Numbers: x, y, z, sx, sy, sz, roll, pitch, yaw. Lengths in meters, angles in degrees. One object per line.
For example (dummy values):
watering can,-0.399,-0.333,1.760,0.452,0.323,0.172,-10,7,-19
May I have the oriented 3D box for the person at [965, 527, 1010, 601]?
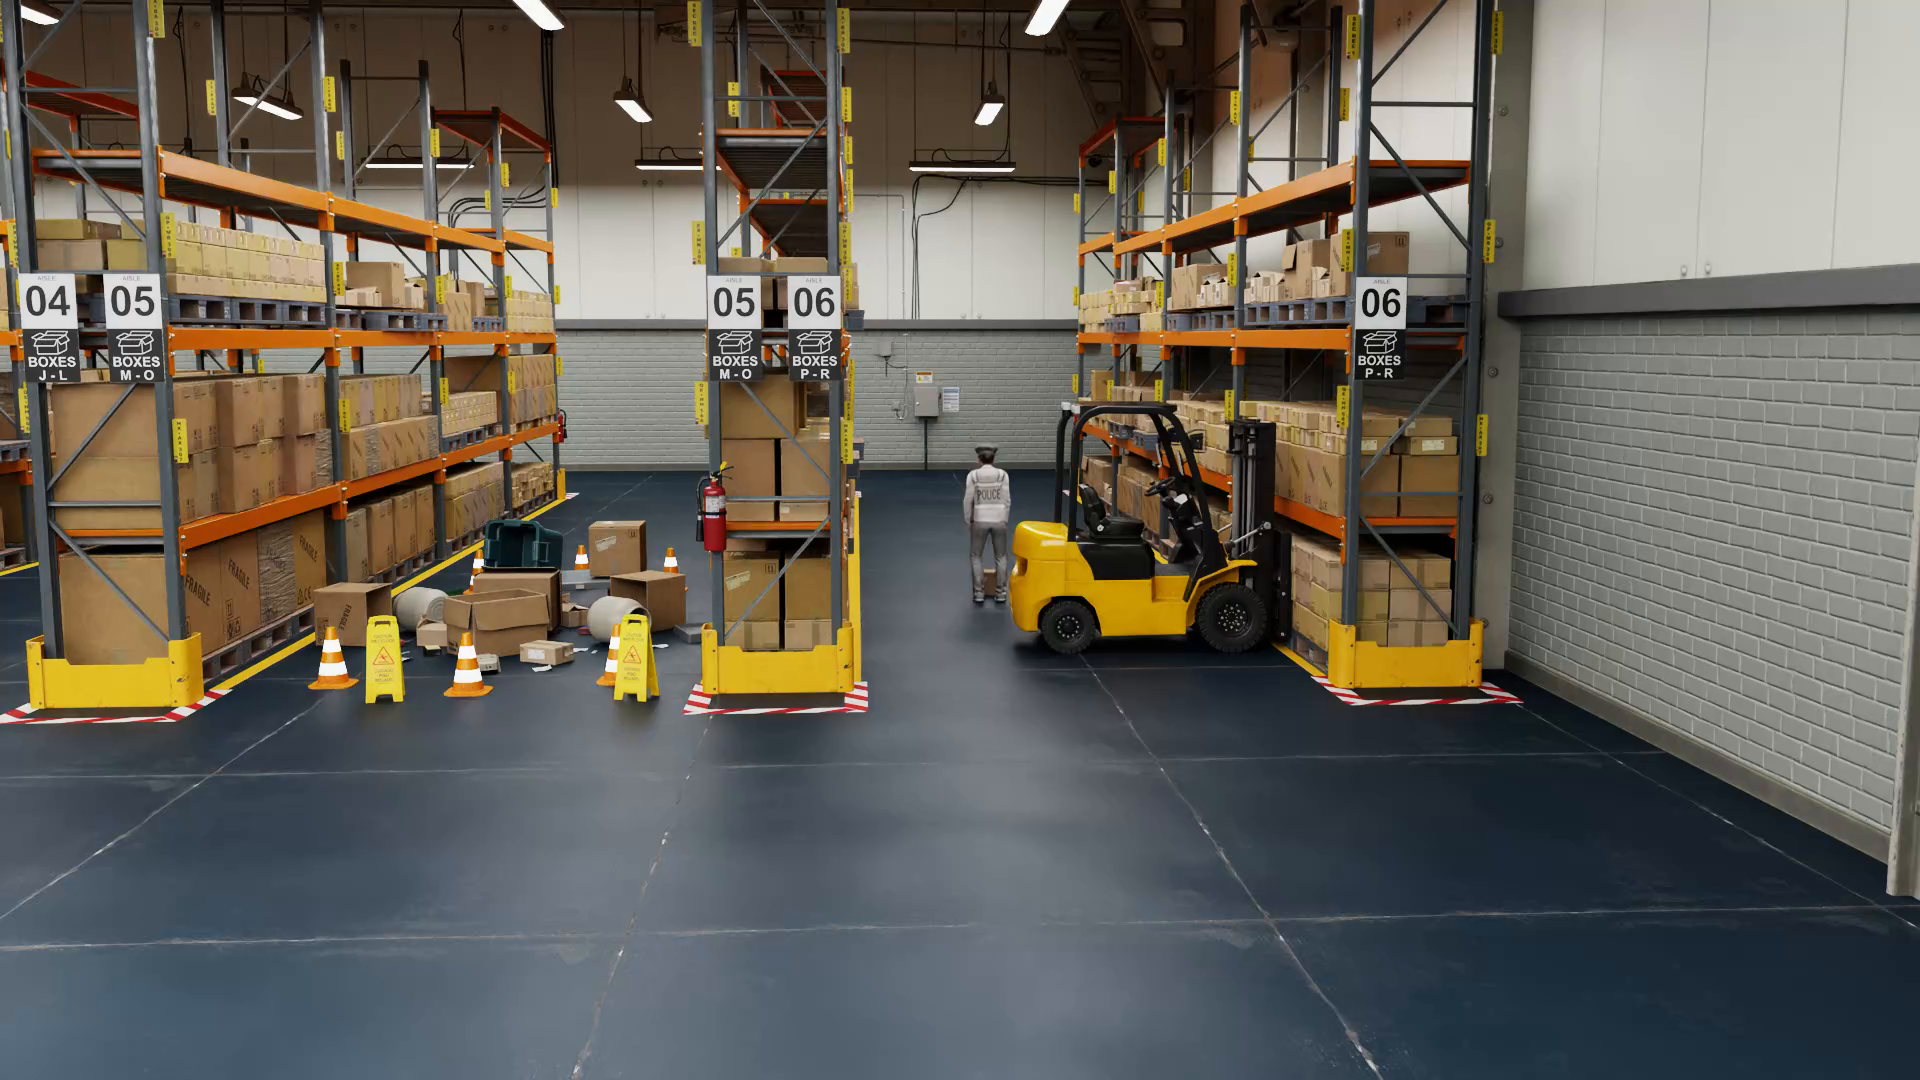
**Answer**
person,0.289,0.250,17.501,0.463,0.792,0.908,-1,7,-6
